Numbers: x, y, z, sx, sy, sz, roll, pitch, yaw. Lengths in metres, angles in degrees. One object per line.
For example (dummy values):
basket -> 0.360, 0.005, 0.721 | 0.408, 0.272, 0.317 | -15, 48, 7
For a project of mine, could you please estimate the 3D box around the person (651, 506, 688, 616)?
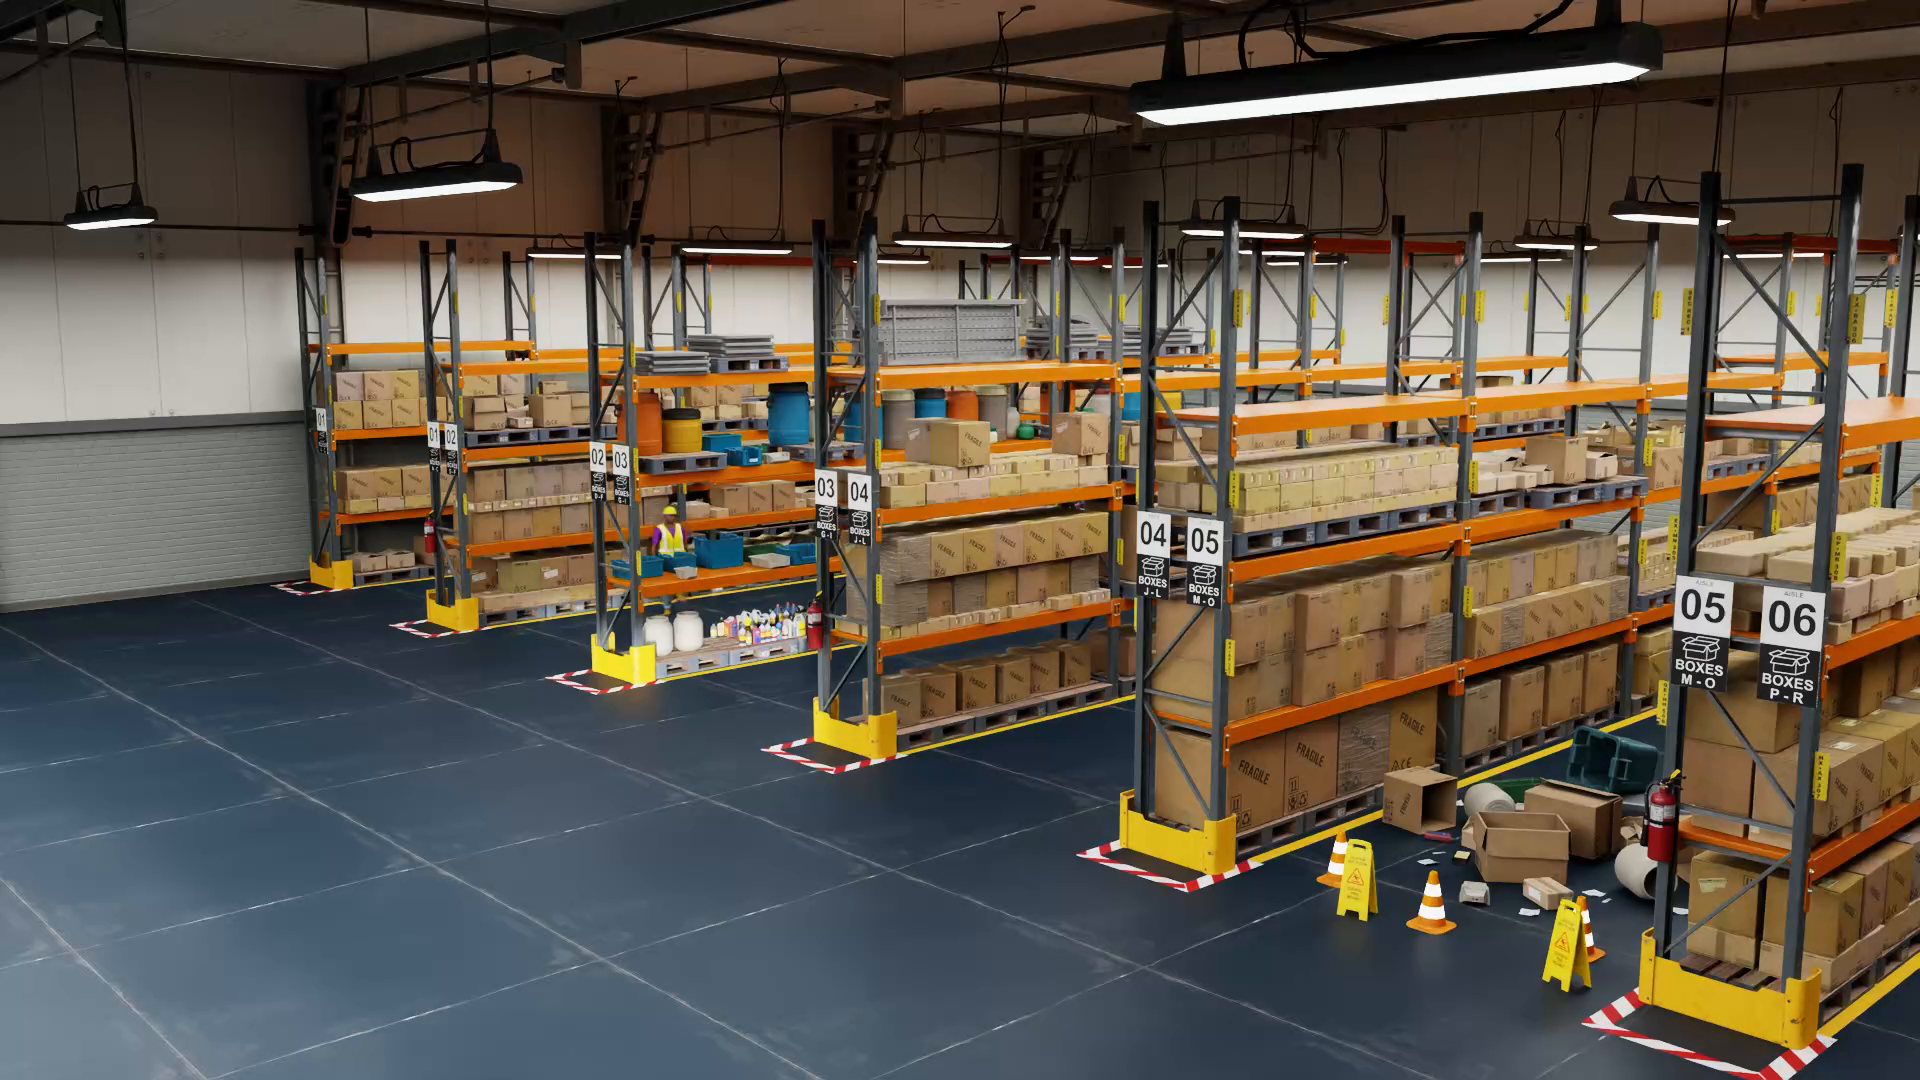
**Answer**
person -> -4.698, 0.348, 27.015 | 0.617, 1.764, 0.563 | -3, 9, -18
